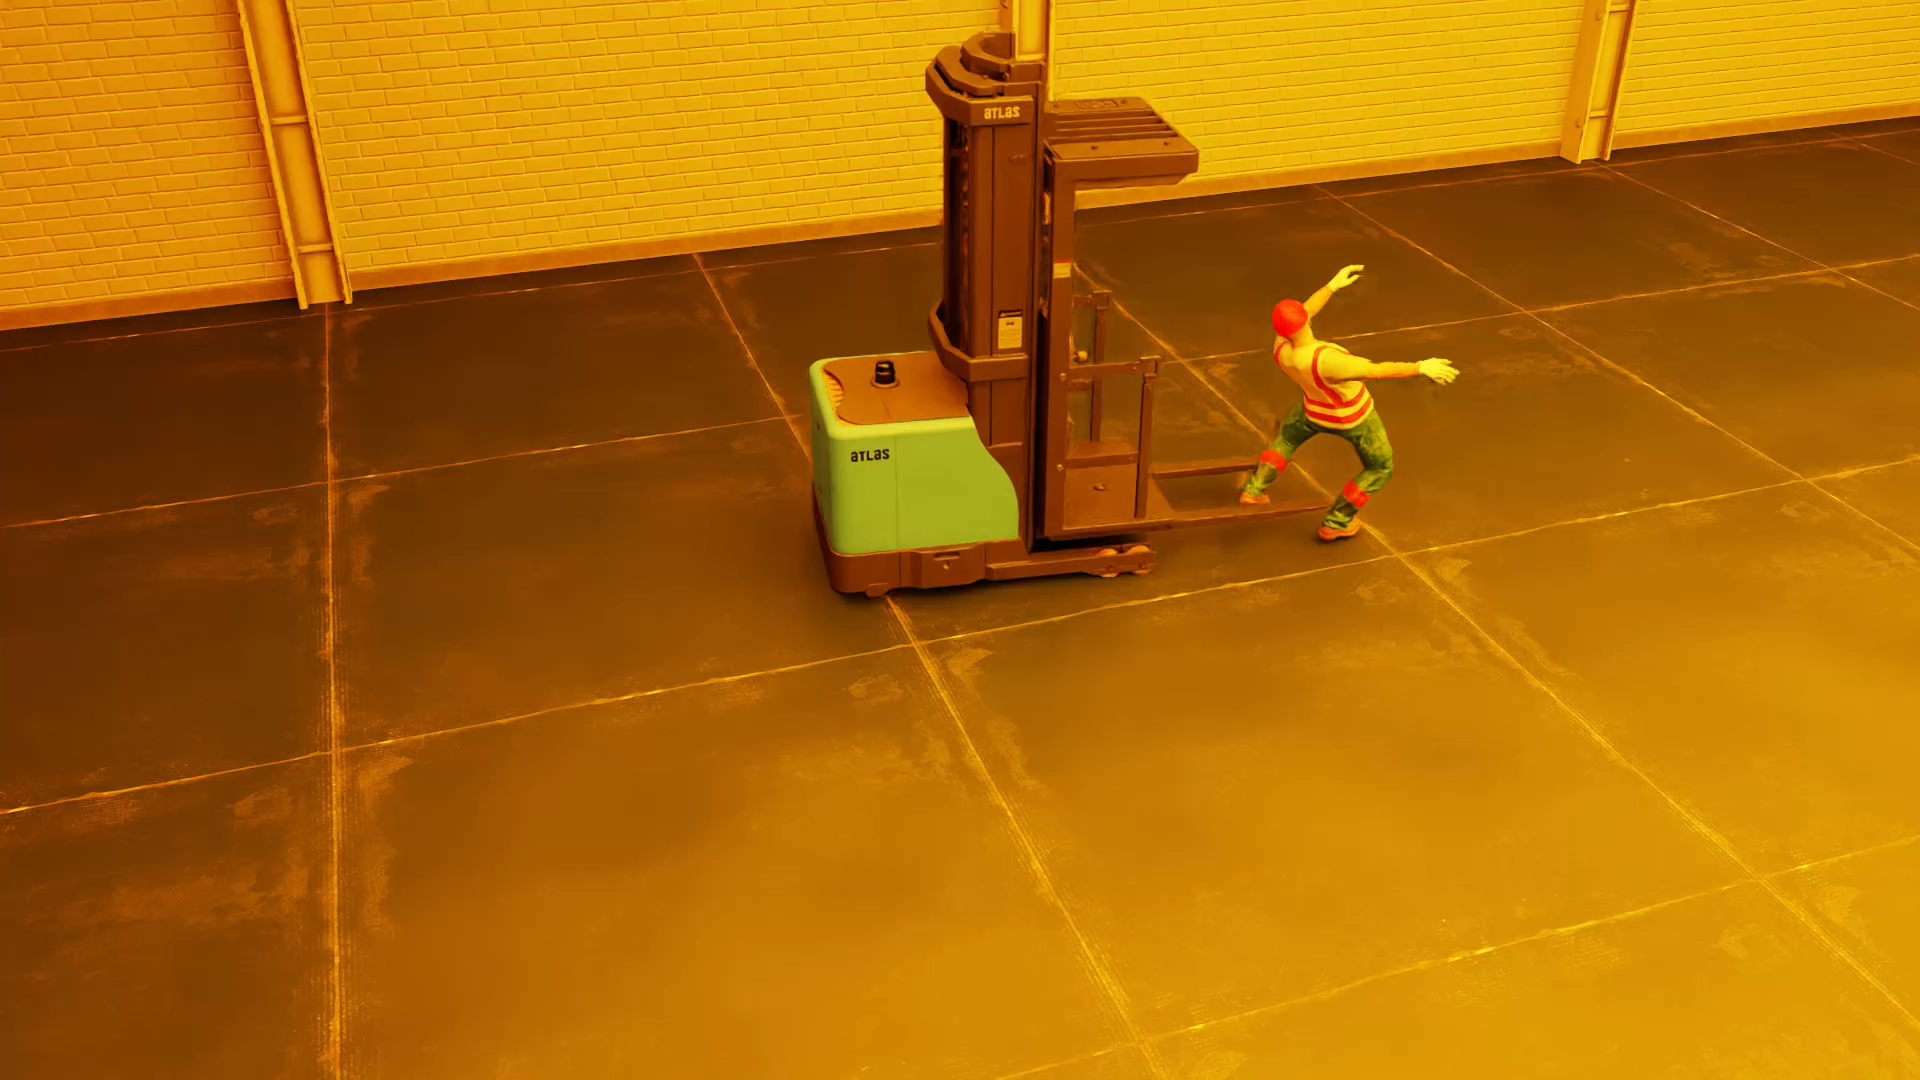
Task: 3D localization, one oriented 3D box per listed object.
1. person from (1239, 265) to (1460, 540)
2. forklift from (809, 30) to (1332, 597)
[{"bbox_3d":[2.262,-0.712,9.637,1.105,1.568,0.725,23,37,35],"label":"person"},{"bbox_3d":[0.677,-1.304,9.353,3.031,2.935,1.130,-6,30,-10],"label":"forklift"}]
